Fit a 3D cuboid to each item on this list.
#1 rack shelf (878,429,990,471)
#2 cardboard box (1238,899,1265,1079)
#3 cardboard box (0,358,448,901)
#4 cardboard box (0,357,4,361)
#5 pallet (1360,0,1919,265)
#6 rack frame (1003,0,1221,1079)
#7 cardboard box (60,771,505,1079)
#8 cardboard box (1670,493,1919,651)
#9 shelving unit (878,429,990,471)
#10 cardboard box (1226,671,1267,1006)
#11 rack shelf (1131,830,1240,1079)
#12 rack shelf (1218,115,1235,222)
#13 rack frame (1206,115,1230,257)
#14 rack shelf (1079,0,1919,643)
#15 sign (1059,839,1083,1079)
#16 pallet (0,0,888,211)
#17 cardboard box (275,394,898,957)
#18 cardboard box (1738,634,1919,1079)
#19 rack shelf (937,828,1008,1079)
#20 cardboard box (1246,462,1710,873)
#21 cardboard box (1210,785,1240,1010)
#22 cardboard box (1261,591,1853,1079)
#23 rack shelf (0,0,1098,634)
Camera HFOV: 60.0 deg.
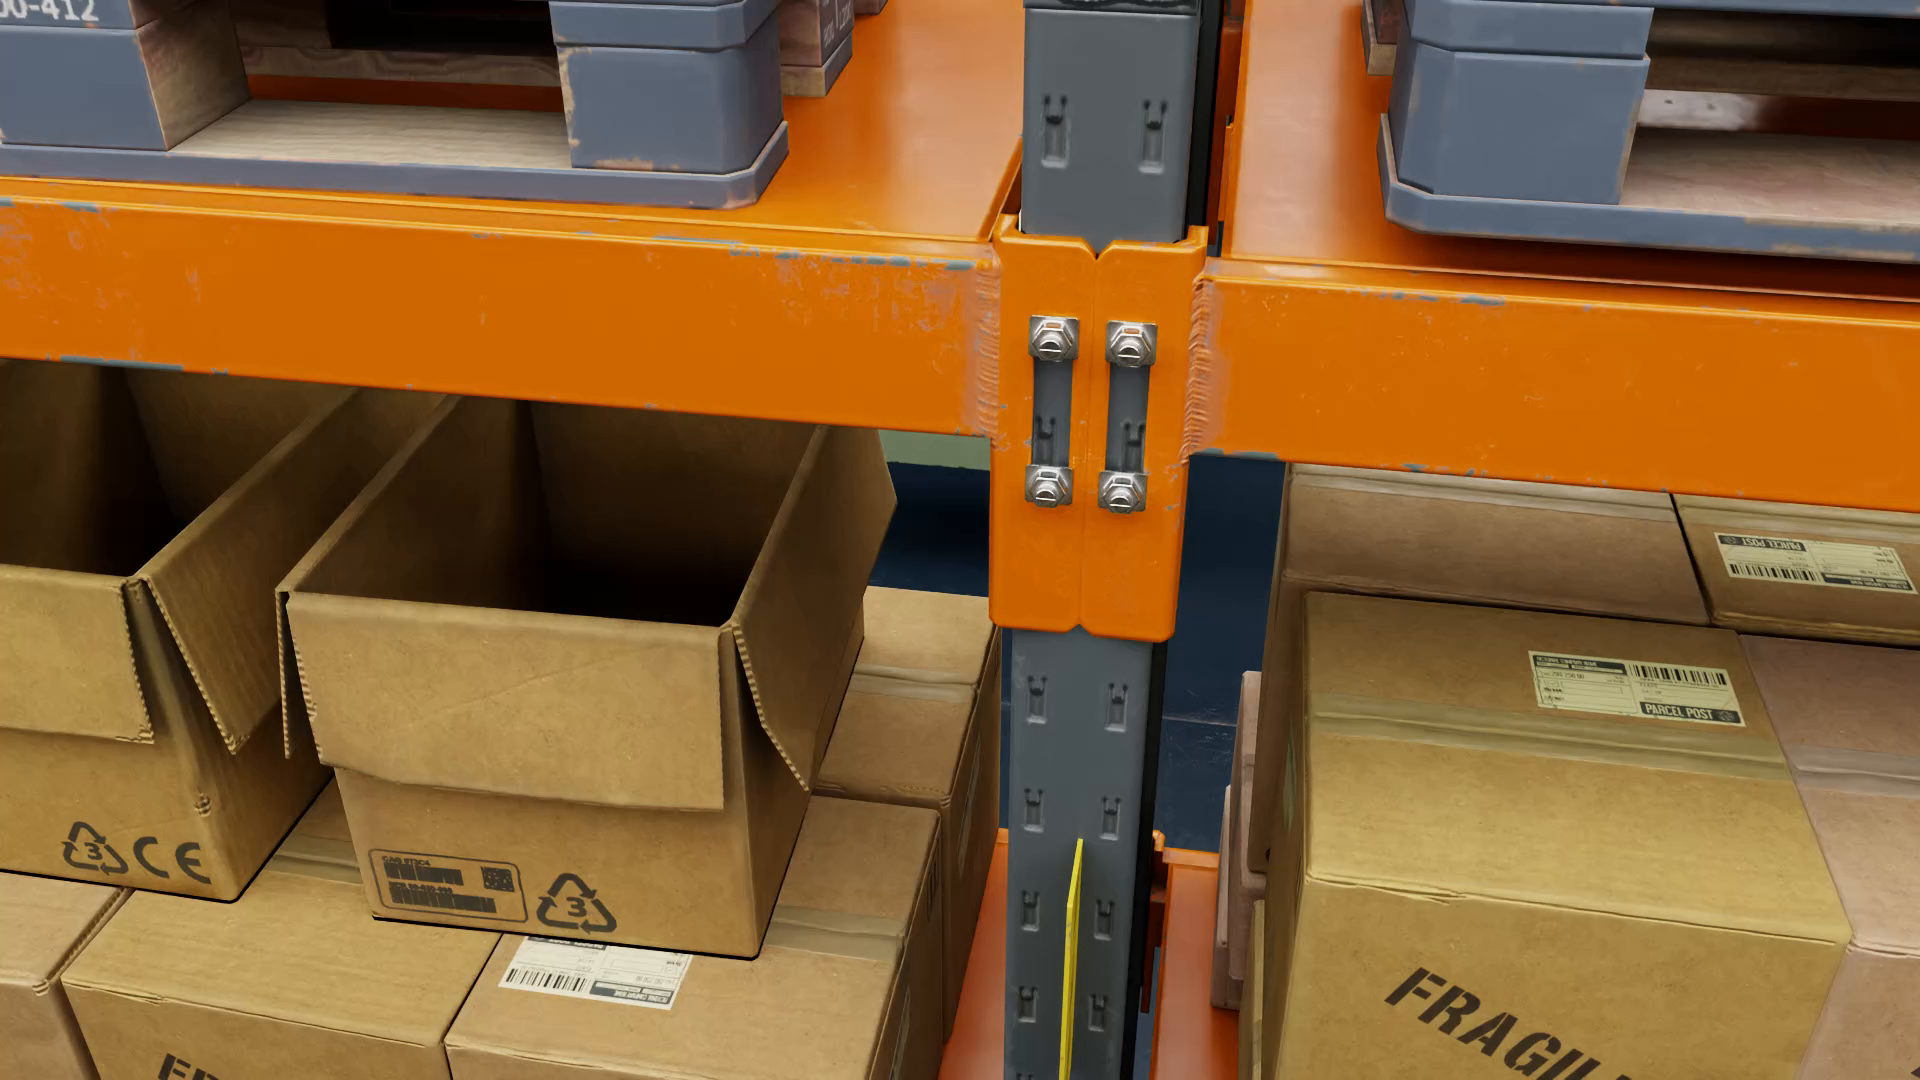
[{"bbox_3d":[-0.007,-0.360,6.026,0.720,0.370,0.431,5,32,8],"label":"rack shelf"},{"bbox_3d":[0.612,0.743,2.097,0.500,0.250,0.500,5,32,7],"label":"cardboard box"},{"bbox_3d":[-1.113,0.039,2.322,0.637,0.503,0.797,6,32,9],"label":"cardboard box"},{"bbox_3d":[-1.728,-0.009,2.397,0.637,0.503,0.797,6,33,10],"label":"cardboard box"},{"bbox_3d":[0.997,-0.529,1.525,1.213,0.211,1.003,5,32,8],"label":"pallet"},{"bbox_3d":[0.193,0.626,2.422,0.127,3.000,1.000,5,32,8],"label":"rack frame"},{"bbox_3d":[-0.801,0.637,2.311,0.500,0.500,0.500,6,33,10],"label":"cardboard box"},{"bbox_3d":[1.184,0.194,2.267,0.500,0.500,0.500,5,32,9],"label":"cardboard box"},{"bbox_3d":[-0.007,-0.636,5.853,0.755,1.500,0.431,5,32,8],"label":"shelving unit"},{"bbox_3d":[0.672,0.466,2.540,0.500,0.250,0.500,5,32,7],"label":"cardboard box"},{"bbox_3d":[2.164,1.110,2.328,4.000,0.370,1.077,5,32,8],"label":"rack shelf"},{"bbox_3d":[2.997,-1.481,6.467,4.000,0.370,1.077,5,32,8],"label":"rack shelf"},{"bbox_3d":[1.026,-1.964,6.561,0.127,3.000,1.000,5,32,8],"label":"rack frame"},{"bbox_3d":[2.164,-0.162,1.532,4.000,0.370,1.077,5,32,8],"label":"rack shelf"},{"bbox_3d":[0.111,0.454,1.681,0.005,0.325,0.100,5,32,8],"label":"sign"},{"bbox_3d":[-0.719,-0.620,1.767,1.217,0.209,0.805,4,32,6],"label":"pallet"},{"bbox_3d":[-0.438,0.106,2.214,0.637,0.503,0.797,4,32,7],"label":"cardboard box"},{"bbox_3d":[1.106,0.470,1.826,0.500,0.500,0.500,5,32,8],"label":"cardboard box"},{"bbox_3d":[-1.779,0.753,2.899,4.000,0.370,1.077,5,32,8],"label":"rack shelf"},{"bbox_3d":[0.691,0.147,2.342,0.500,0.500,0.500,6,33,10],"label":"cardboard box"},{"bbox_3d":[0.548,0.589,2.719,0.250,0.149,0.380,5,32,8],"label":"cardboard box"},{"bbox_3d":[0.622,0.422,1.902,0.500,0.500,0.500,5,32,8],"label":"cardboard box"},{"bbox_3d":[-1.779,-0.519,2.103,4.000,0.370,1.077,5,32,8],"label":"rack shelf"}]
